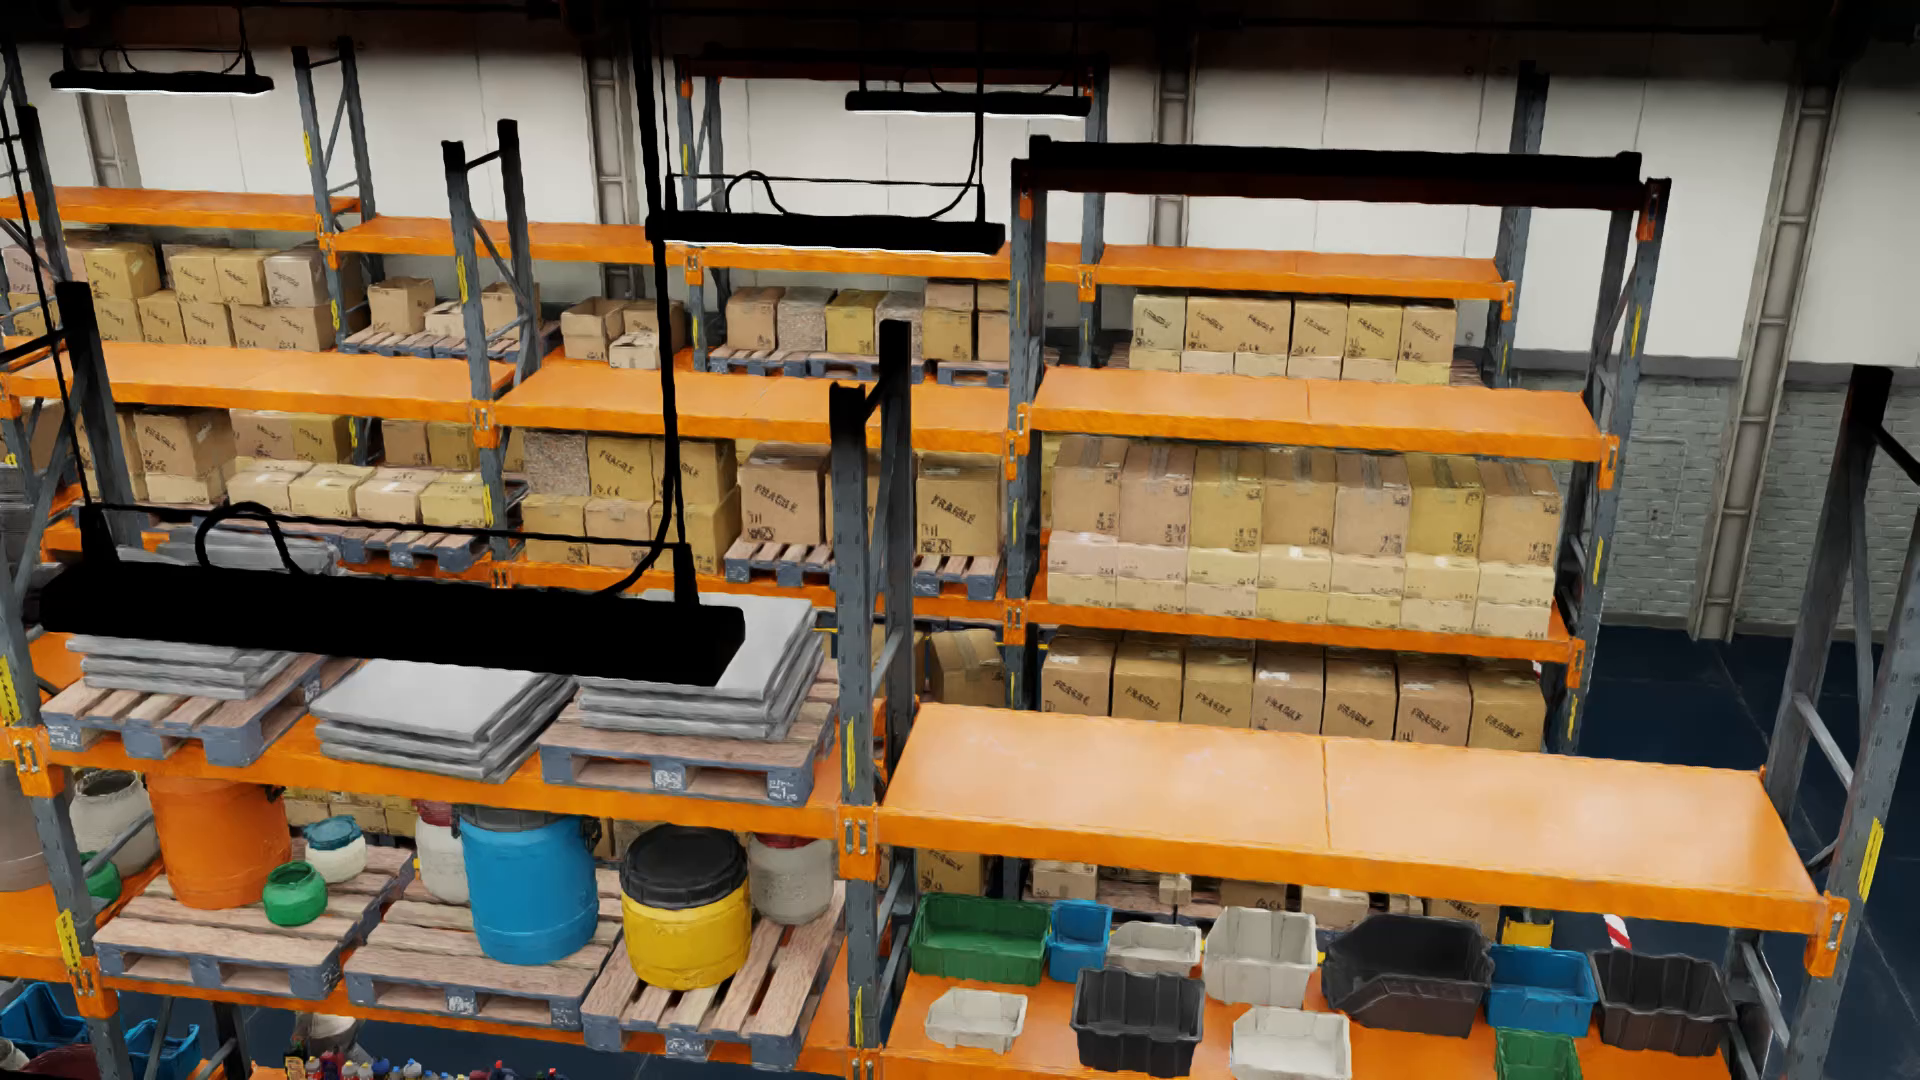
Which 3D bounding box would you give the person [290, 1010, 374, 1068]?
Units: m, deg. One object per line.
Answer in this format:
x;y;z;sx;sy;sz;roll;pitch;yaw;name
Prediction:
-4.100;3.109;10.859;0.574;1.725;0.677;4;23;8;person

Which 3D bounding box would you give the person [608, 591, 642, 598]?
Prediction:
-3.165;0.749;16.320;0.626;1.755;0.492;-7;24;-16;person
